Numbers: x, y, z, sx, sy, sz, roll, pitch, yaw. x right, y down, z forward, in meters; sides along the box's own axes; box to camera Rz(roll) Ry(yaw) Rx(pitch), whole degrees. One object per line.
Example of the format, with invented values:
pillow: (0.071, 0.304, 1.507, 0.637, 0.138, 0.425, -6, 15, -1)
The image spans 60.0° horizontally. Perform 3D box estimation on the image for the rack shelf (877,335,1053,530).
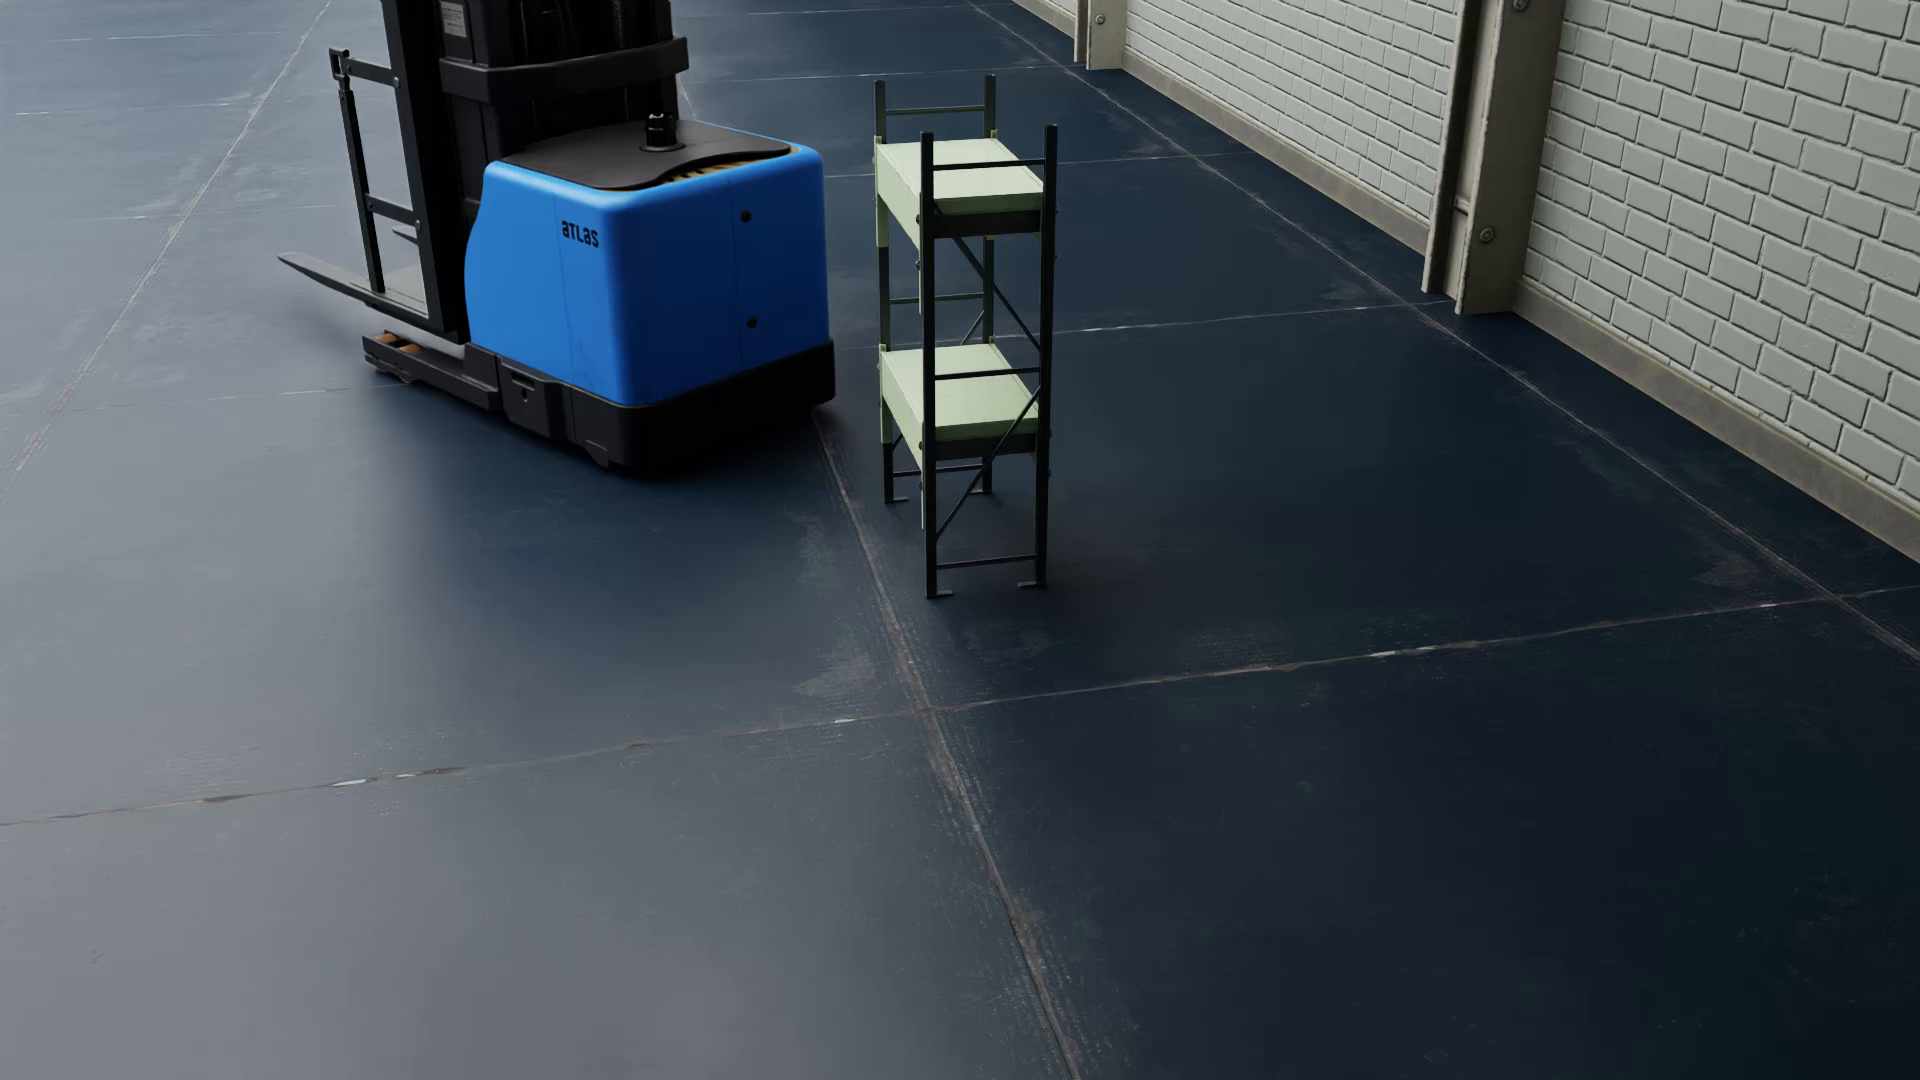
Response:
rack shelf: (0.002, -0.376, 5.553, 0.431, 0.370, 0.720, -6, 27, -12)

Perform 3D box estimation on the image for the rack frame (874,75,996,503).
rack frame: (-0.081, -0.827, 5.725, 0.400, 1.500, 0.023, -6, 27, -12)

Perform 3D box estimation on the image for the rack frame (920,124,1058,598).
rack frame: (0.084, -0.506, 5.088, 0.400, 1.500, 0.023, -6, 27, -12)

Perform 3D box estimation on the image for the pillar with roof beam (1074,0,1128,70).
pillar with roof beam: (-3.080, -7.379, 10.383, 9.100, 9.000, 0.400, -6, 27, -12)

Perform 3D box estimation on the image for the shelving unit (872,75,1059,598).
shelving unit: (0.002, -0.667, 5.406, 0.431, 1.500, 0.755, -6, 27, -12)

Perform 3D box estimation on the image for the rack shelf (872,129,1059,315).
rack shelf: (0.002, -1.015, 5.230, 0.431, 0.370, 0.720, -6, 27, -12)

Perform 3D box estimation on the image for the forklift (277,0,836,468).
forklift: (-1.931, -2.124, 6.706, 3.031, 2.935, 1.130, 23, 34, 37)

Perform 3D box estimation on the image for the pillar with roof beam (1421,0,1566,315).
pillar with roof beam: (-1.728, -4.745, 5.165, 9.100, 9.000, 0.400, -6, 27, -12)
